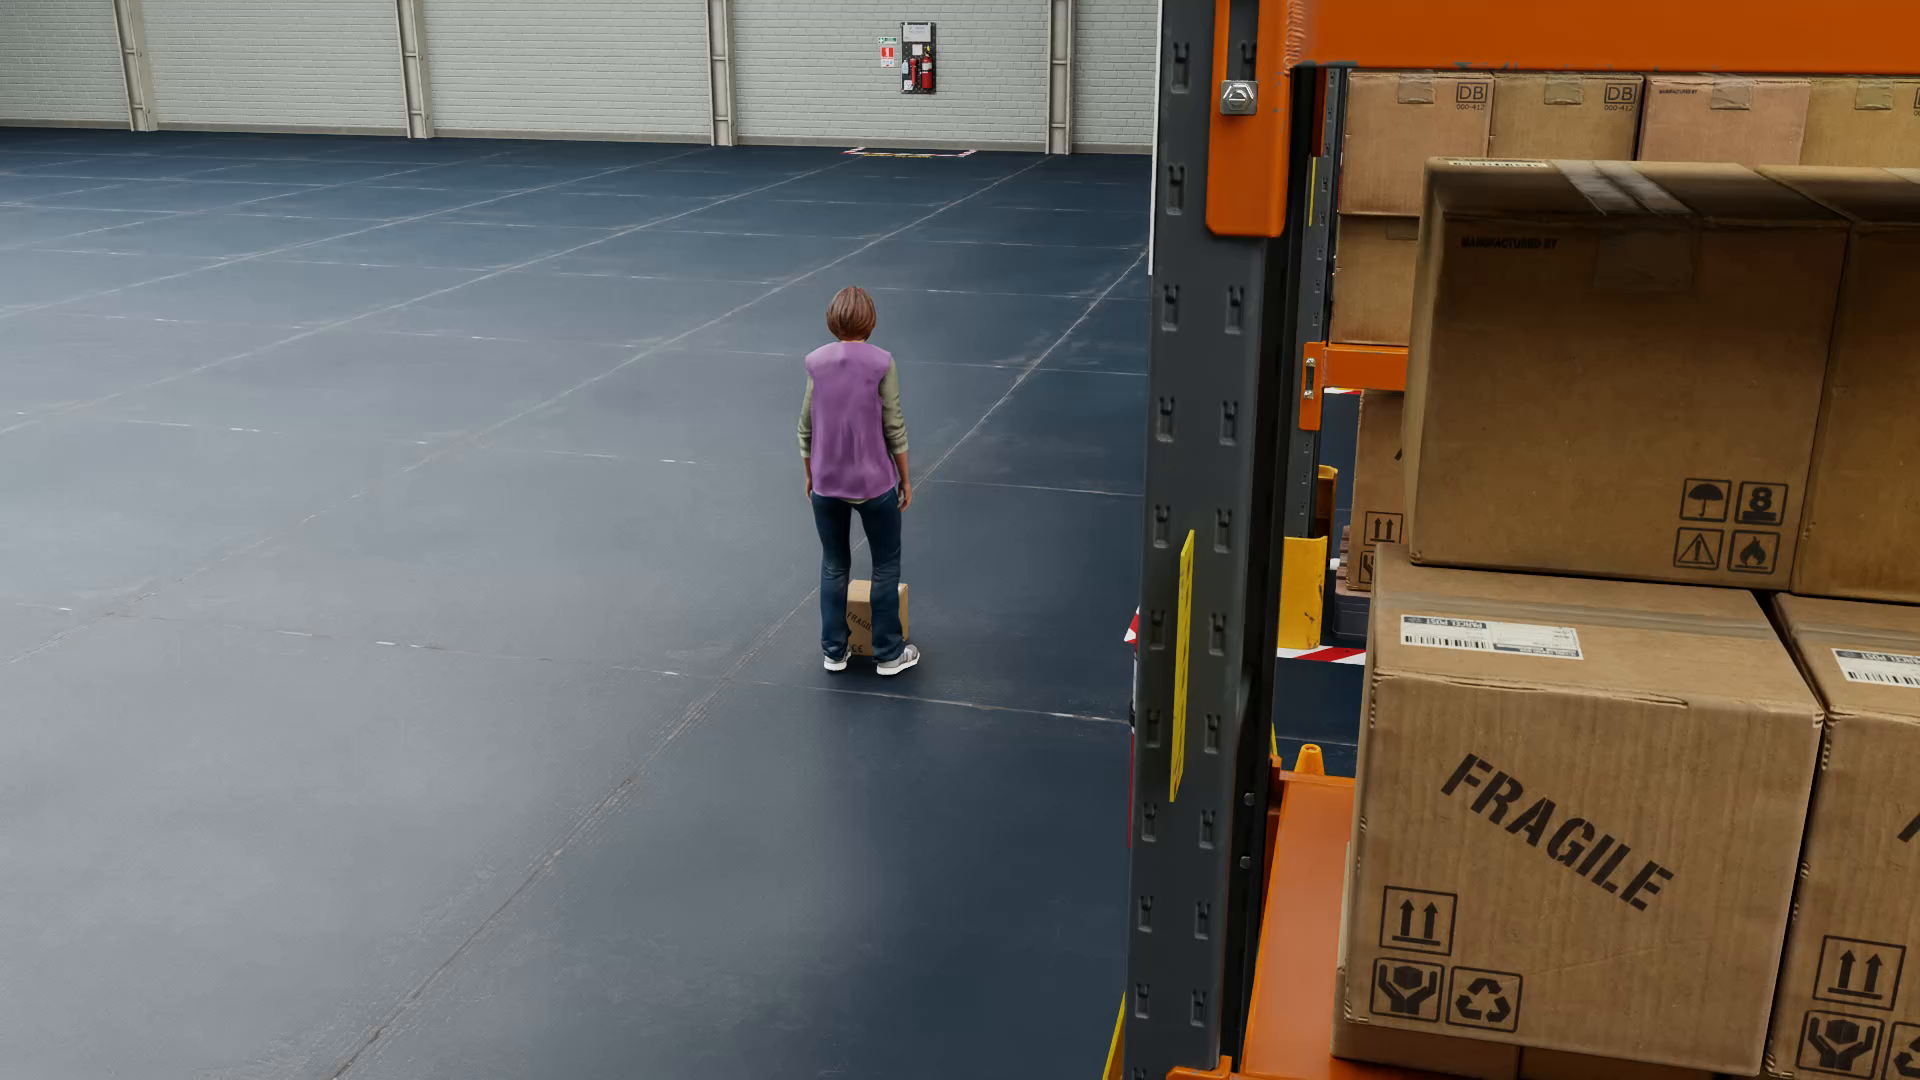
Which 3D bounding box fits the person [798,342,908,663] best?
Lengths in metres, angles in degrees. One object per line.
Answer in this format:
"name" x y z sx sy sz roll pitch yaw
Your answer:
"person" -0.431 -0.148 6.731 0.457 1.327 0.290 4 19 13
